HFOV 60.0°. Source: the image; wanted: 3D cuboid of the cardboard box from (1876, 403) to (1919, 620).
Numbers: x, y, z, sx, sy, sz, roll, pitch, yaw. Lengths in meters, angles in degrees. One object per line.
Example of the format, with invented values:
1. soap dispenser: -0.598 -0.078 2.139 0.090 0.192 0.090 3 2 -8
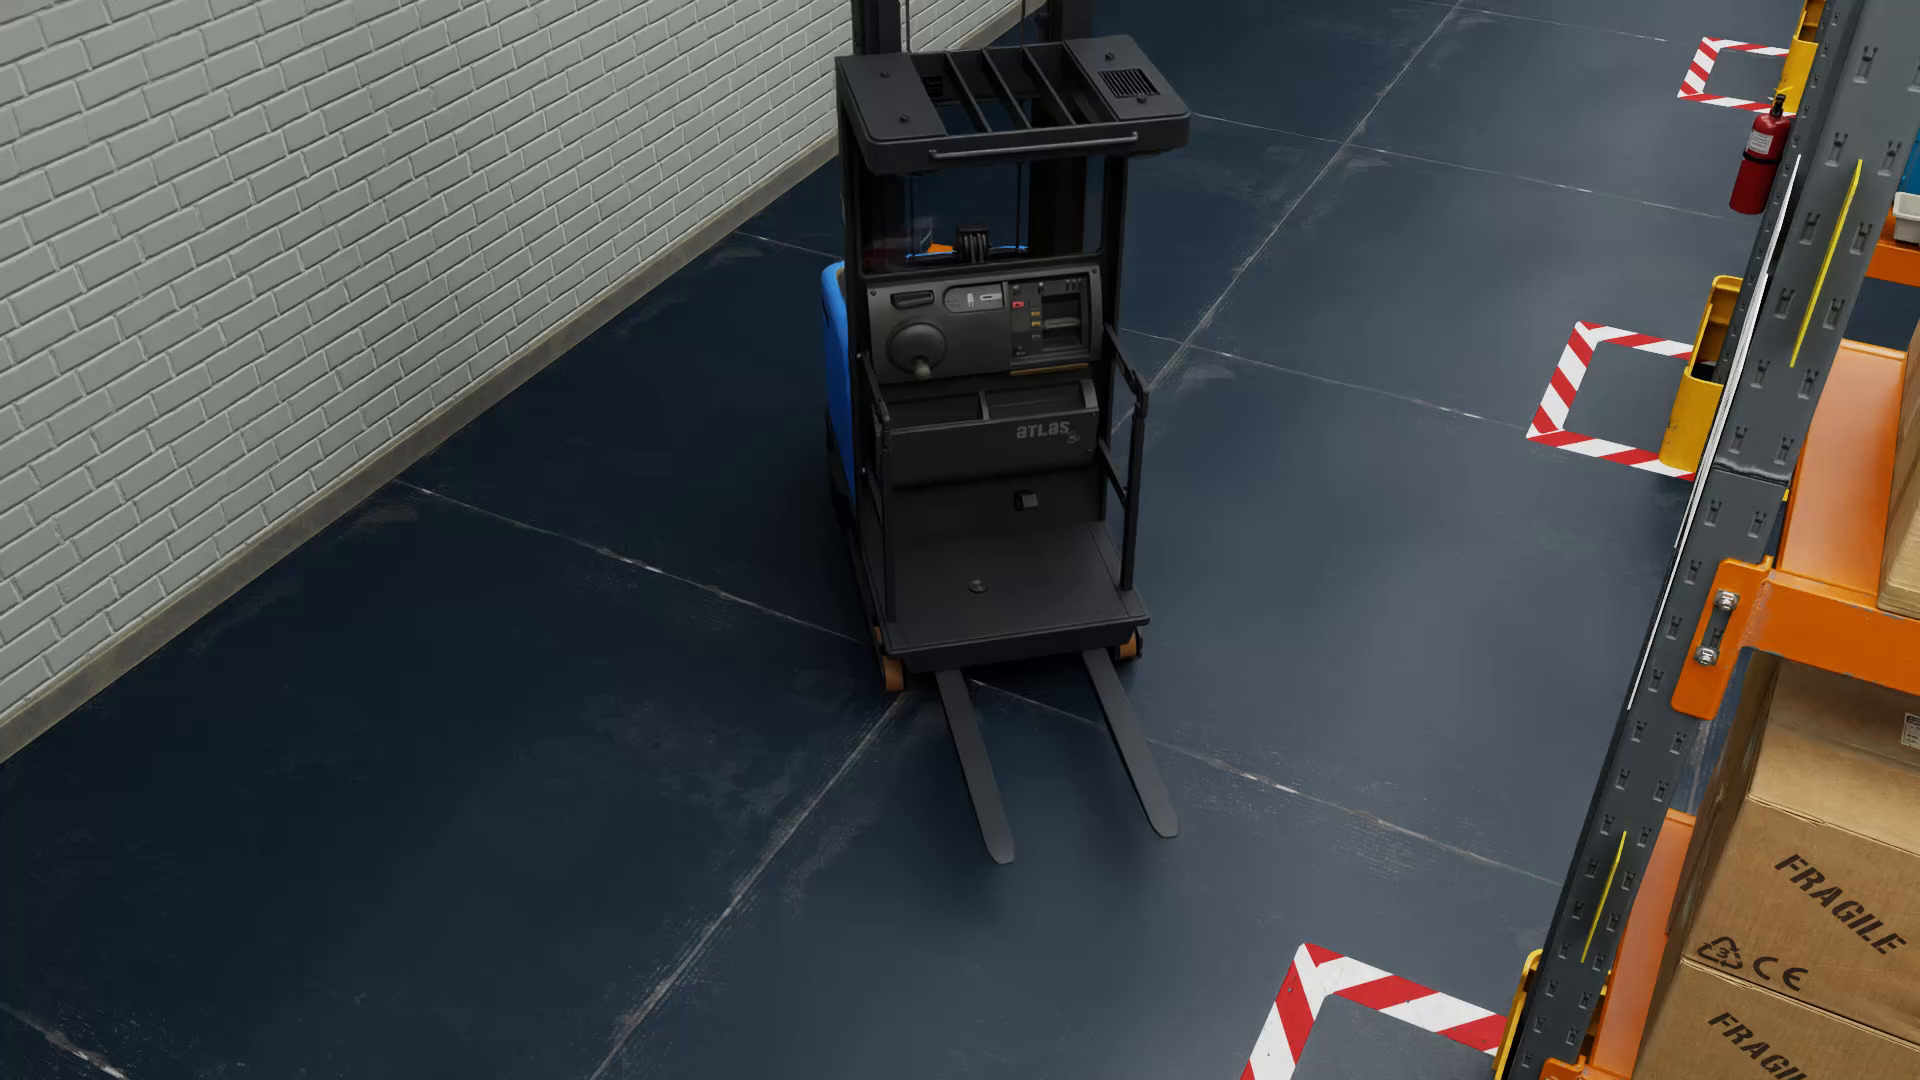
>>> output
1. cardboard box: 1.962 -0.039 2.964 0.500 0.250 0.500 17 41 21

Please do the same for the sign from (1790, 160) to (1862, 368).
1. sign: 1.373 -0.435 2.639 0.005 0.325 0.100 17 41 21

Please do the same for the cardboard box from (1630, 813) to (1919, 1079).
1. cardboard box: 1.895 1.041 3.814 0.500 0.500 0.500 18 41 22

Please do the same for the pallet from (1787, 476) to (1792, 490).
1. pallet: 4.618 -0.481 8.209 1.213 0.211 1.003 17 41 21

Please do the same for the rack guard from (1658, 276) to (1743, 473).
1. rack guard: 3.876 -0.846 8.451 0.348 0.500 1.175 17 41 21

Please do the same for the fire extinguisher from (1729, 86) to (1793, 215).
1. fire extinguisher: 3.979 -1.949 8.209 0.183 0.674 0.296 17 41 21

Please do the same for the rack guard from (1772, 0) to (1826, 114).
1. rack guard: 6.160 -3.512 11.964 0.348 0.500 1.175 17 41 21

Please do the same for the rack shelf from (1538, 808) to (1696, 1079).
1. rack shelf: 3.398 1.659 3.679 4.000 0.370 1.077 17 41 21

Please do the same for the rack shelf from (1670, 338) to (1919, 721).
1. rack shelf: 3.398 0.464 2.772 4.000 0.370 1.077 17 41 21

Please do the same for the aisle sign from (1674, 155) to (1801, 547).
1. aisle sign: 1.703 -0.403 3.649 0.004 0.787 0.394 17 41 21

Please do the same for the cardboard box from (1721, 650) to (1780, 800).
1. cardboard box: 2.144 0.354 3.893 0.500 0.500 0.500 17 40 21

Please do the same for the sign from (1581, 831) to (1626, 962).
1. sign: 1.373 0.763 3.548 0.005 0.325 0.100 17 41 21

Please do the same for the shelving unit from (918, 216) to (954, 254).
1. shelving unit: -0.061 -1.065 8.275 0.252 1.050 0.215 10 35 13

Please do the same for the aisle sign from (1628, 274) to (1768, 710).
1. aisle sign: 1.427 -0.081 3.225 0.004 0.787 0.394 17 41 21

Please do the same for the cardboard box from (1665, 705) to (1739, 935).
1. cardboard box: 2.145 0.755 4.192 0.500 0.500 0.500 19 41 23

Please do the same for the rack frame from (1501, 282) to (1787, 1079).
1. rack frame: 1.622 0.816 4.194 0.127 3.000 1.000 17 41 21

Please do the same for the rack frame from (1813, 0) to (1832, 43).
1. rack frame: 6.181 -4.501 11.199 0.127 3.000 1.000 17 41 21

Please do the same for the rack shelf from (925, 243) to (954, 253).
1. rack shelf: -0.056 -1.292 8.122 0.240 0.259 0.215 10 35 13

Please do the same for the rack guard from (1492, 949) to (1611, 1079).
1. rack guard: 1.690 1.833 4.922 0.348 0.500 1.175 17 41 21

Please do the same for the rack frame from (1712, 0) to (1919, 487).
1. rack frame: 1.622 -1.573 2.380 0.127 3.000 1.000 17 41 21

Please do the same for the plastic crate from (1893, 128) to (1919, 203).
1. plastic crate: 4.287 -1.887 7.676 0.499 0.435 0.616 17 41 21

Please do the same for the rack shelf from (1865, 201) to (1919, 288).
1. rack shelf: 5.680 -0.999 7.181 4.000 0.370 1.077 17 41 21

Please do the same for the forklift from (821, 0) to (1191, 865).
1. forklift: 0.148 -0.781 6.355 1.130 2.935 3.031 -7 38 -9

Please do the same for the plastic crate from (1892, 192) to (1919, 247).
1. plastic crate: 4.218 -1.382 7.258 0.298 0.136 0.250 17 41 21

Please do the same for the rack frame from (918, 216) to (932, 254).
1. rack frame: -0.178 -1.087 8.303 0.008 1.050 0.200 10 35 13

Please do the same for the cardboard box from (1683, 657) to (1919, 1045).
1. cardboard box: 1.895 0.643 3.512 0.500 0.500 0.500 19 41 23

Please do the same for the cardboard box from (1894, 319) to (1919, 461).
1. cardboard box: 2.200 -0.317 3.330 0.500 0.250 0.500 17 41 21

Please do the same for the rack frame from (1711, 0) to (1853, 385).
1. rack frame: 3.904 -1.842 7.696 0.127 3.000 1.000 17 41 21
